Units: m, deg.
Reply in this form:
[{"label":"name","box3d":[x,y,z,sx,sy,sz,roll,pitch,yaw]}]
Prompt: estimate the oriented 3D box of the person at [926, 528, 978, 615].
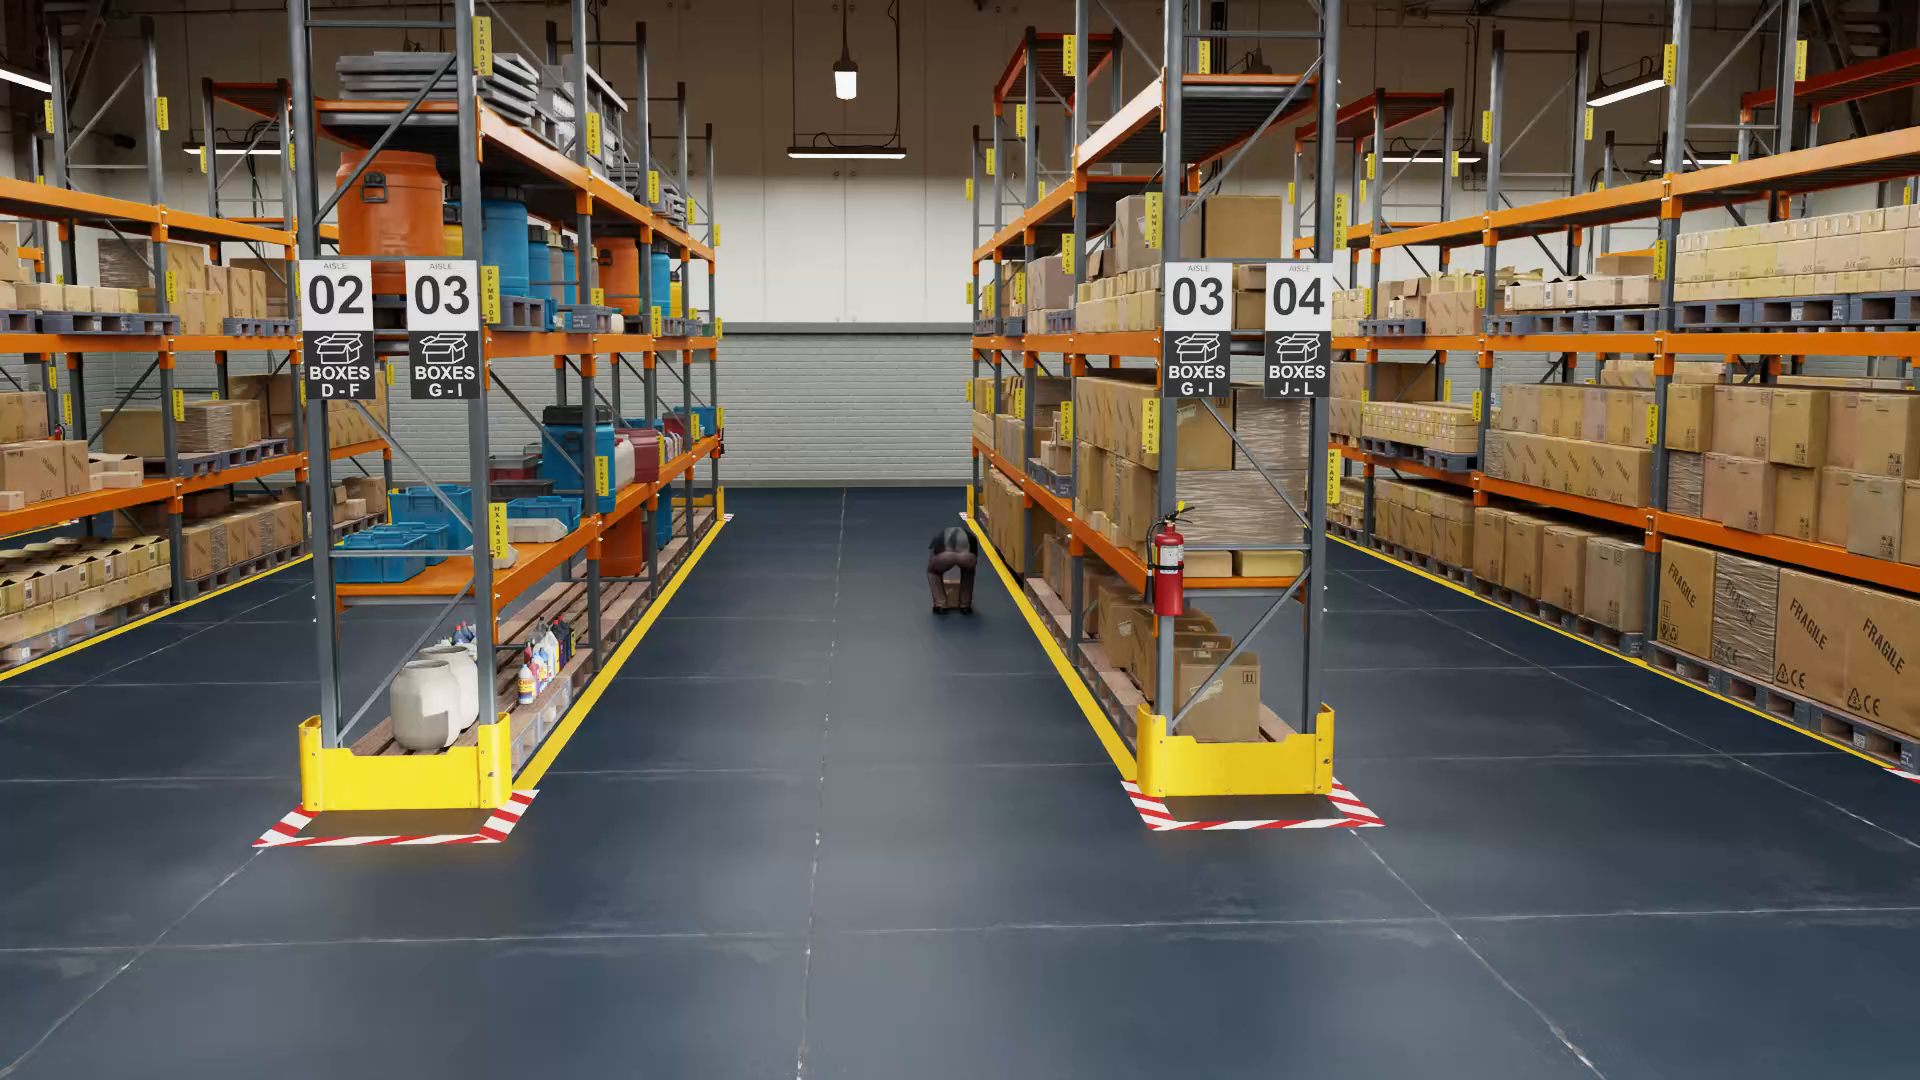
[{"label":"person","box3d":[-0.089,0.299,17.010,0.512,0.884,0.952,-1,7,-6]}]
